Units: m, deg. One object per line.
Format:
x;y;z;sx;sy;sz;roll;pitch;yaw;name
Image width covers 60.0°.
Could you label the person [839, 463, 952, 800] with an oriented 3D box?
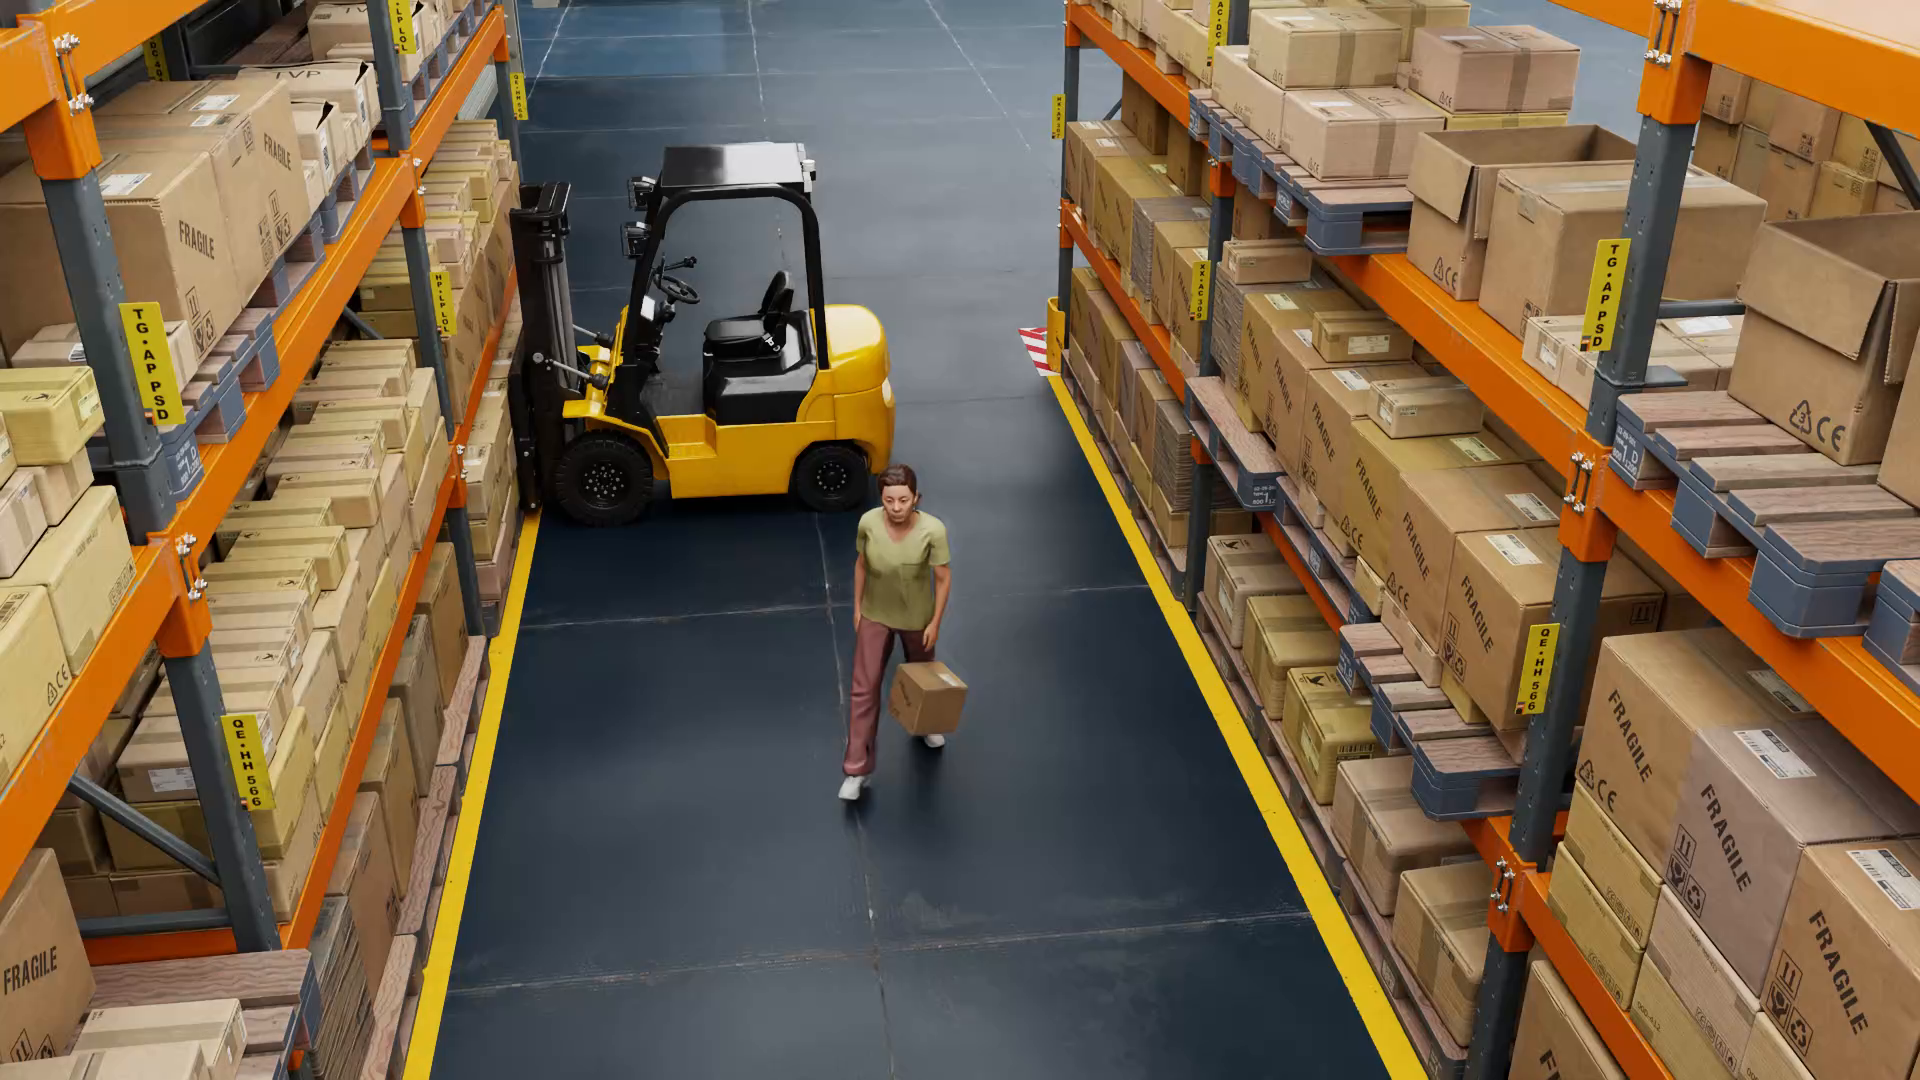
-0.291;0.394;7.855;0.499;1.631;0.864;3;27;5;person
